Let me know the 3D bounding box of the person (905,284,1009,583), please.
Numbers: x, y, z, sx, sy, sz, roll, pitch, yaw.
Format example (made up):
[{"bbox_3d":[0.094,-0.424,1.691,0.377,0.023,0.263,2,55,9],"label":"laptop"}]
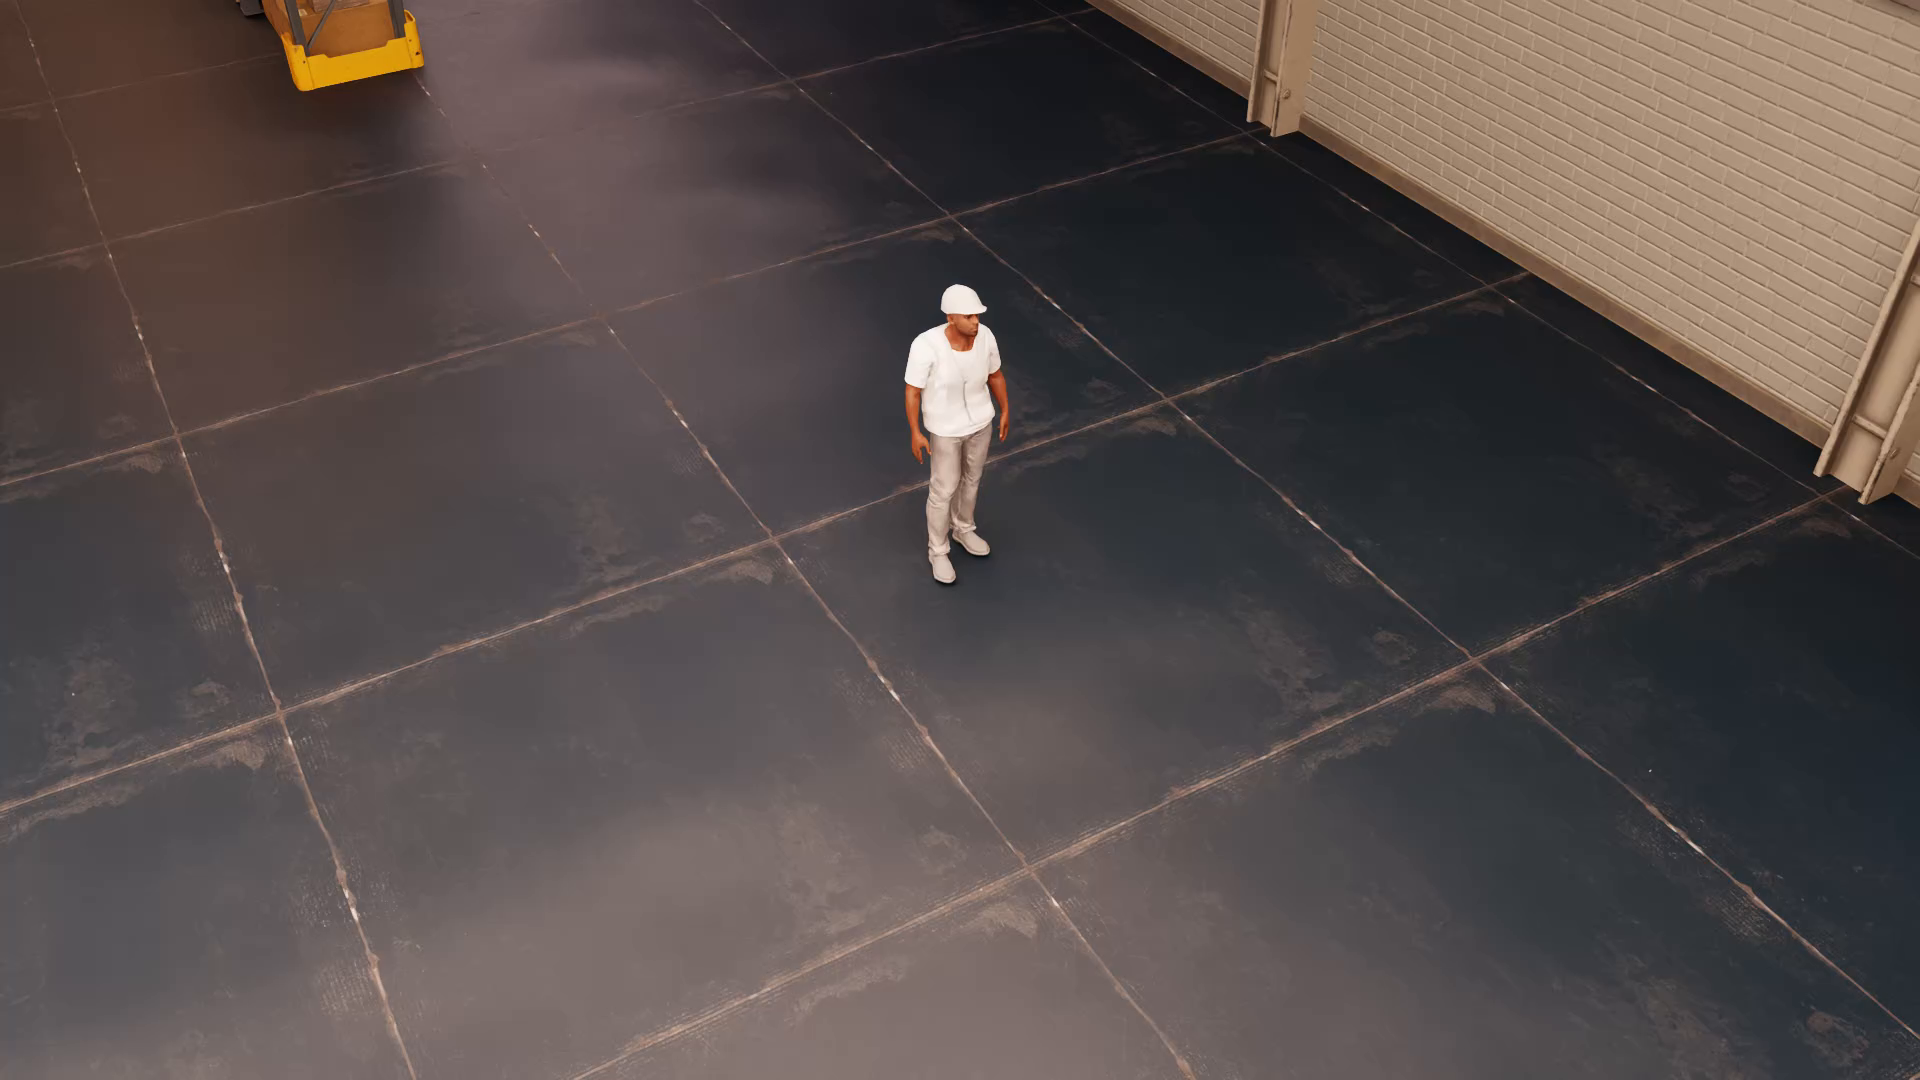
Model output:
[{"bbox_3d":[0.029,-0.645,9.715,0.665,1.765,0.577,-20,44,-23],"label":"person"}]
